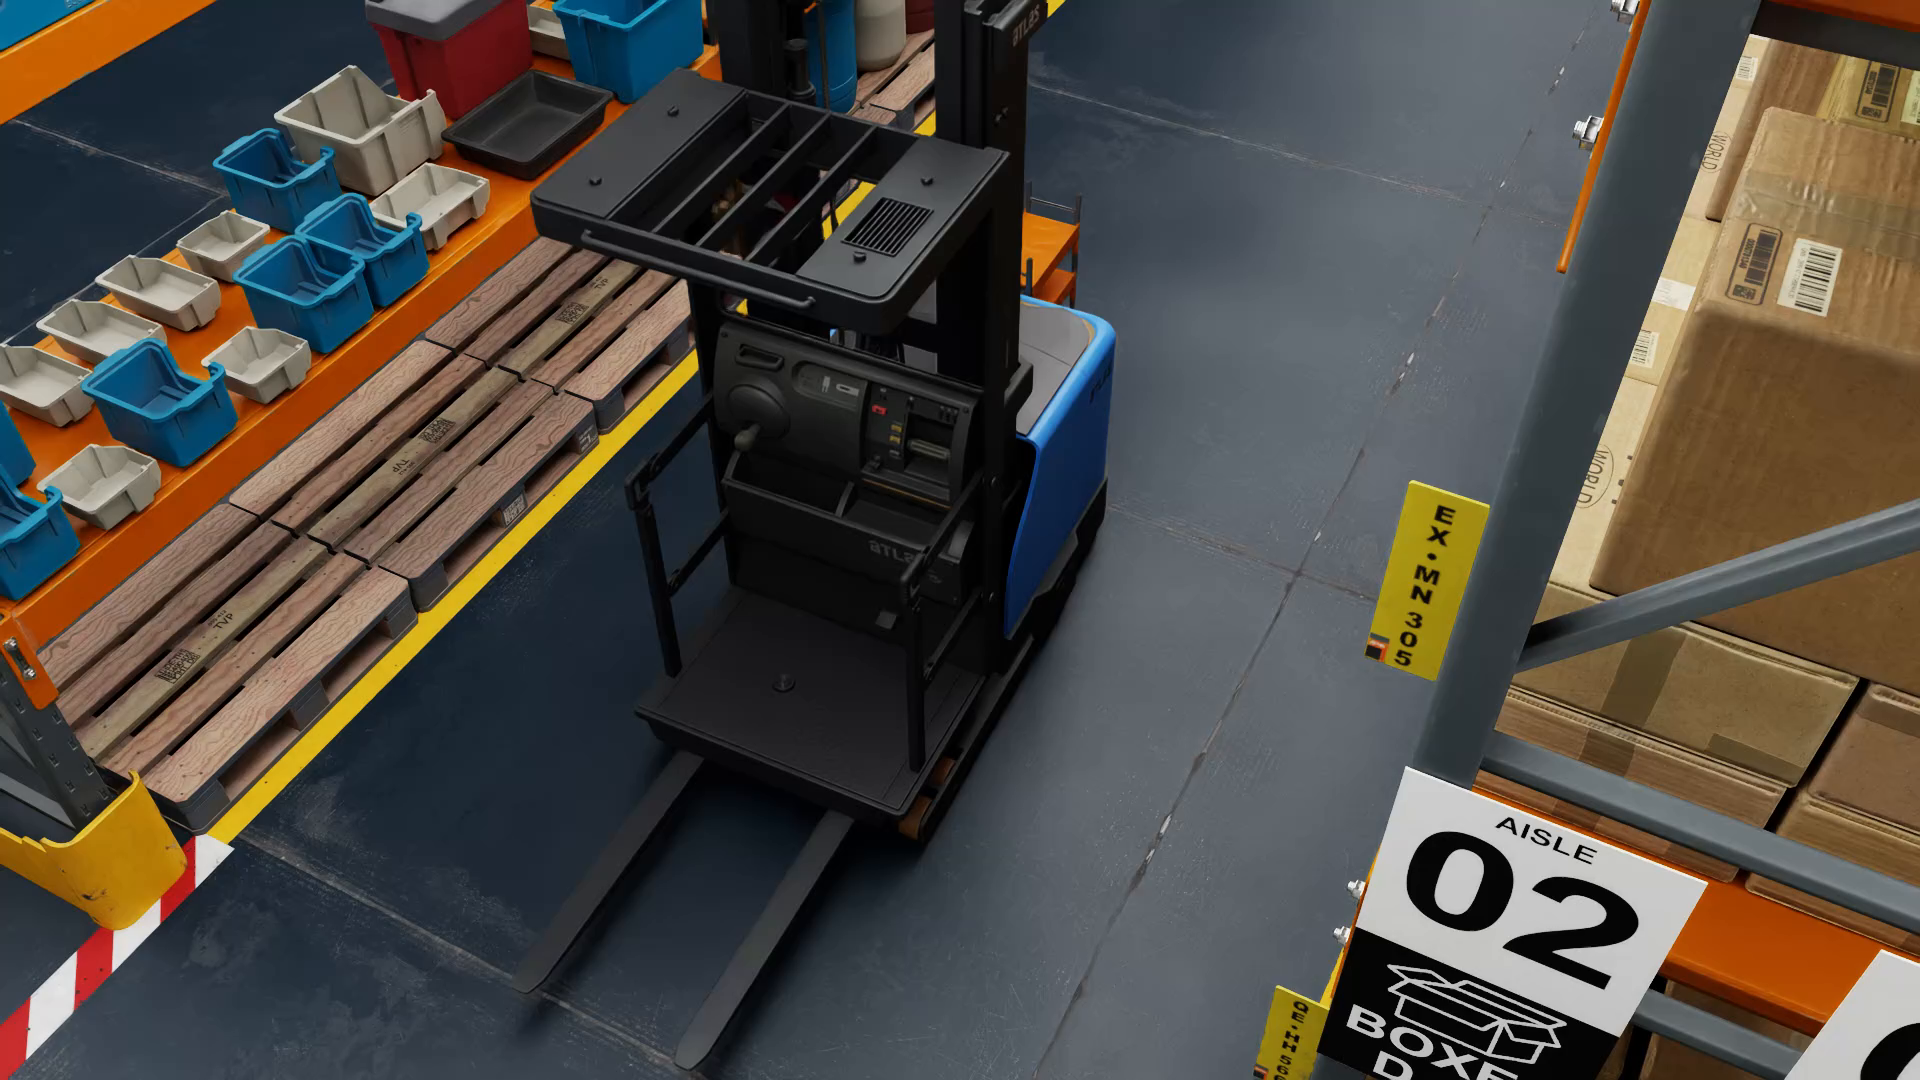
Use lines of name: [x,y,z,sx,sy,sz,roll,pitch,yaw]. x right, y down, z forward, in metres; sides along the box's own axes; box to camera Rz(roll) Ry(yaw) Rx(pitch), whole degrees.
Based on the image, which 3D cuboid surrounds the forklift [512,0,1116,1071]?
forklift: [-0.479,-0.316,5.282,1.130,2.935,3.031,19,48,18]

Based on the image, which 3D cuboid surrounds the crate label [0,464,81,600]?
crate label: [-2.903,-0.027,5.023,0.416,0.233,0.303,20,49,19]

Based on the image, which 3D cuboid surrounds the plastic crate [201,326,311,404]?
plastic crate: [-2.365,-0.595,5.653,0.250,0.136,0.298,20,49,19]

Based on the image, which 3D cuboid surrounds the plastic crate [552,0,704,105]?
plastic crate: [-1.367,-2.147,7.012,0.392,0.384,0.575,20,49,19]

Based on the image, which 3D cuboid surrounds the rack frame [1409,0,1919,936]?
rack frame: [1.077,-0.489,1.186,1.000,3.000,0.127,20,49,19]

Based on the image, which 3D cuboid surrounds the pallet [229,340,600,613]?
pallet: [-2.324,-0.310,7.188,1.003,0.211,1.213,20,49,19]

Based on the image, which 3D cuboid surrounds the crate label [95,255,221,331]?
crate label: [-2.836,-0.881,5.935,0.396,0.136,0.243,20,49,19]

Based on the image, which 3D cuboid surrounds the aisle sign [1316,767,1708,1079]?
aisle sign: [0.774,0.648,2.453,0.394,0.787,0.004,20,49,19]

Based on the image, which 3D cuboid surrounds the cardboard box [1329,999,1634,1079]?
cardboard box: [1.040,0.862,3.296,0.500,0.500,0.500,20,49,19]

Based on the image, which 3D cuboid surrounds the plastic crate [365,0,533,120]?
plastic crate: [-2.089,-2.102,6.911,0.402,0.464,0.583,20,49,19]

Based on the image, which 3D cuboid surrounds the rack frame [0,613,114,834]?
rack frame: [-3.309,-0.018,4.939,1.000,3.000,0.127,20,49,19]

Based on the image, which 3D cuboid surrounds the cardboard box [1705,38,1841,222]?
cardboard box: [1.745,-0.788,2.817,0.700,0.500,0.500,20,49,19]

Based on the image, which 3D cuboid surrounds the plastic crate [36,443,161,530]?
plastic crate: [-2.680,-0.168,5.230,0.250,0.136,0.298,20,49,19]

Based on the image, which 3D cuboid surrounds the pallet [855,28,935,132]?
pallet: [-0.492,-2.802,9.650,1.003,0.211,1.213,20,49,19]

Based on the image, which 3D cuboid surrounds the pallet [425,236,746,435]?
pallet: [-1.759,-1.082,7.951,1.003,0.211,1.213,20,49,19]

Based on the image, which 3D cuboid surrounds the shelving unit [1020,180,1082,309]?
shelving unit: [0.276,-0.854,7.031,0.258,1.200,0.503,19,48,18]

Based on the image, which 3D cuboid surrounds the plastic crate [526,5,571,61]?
plastic crate: [-1.795,-2.220,7.259,0.396,0.136,0.243,20,49,19]

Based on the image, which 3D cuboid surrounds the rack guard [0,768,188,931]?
rack guard: [-3.308,0.880,5.809,1.175,0.500,0.348,20,49,19]

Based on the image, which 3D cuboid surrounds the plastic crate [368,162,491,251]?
plastic crate: [-1.994,-1.270,6.319,0.293,0.136,0.466,20,49,19]

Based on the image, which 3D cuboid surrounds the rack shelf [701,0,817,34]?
rack shelf: [-0.524,-3.545,8.930,1.077,0.370,4.000,20,49,19]

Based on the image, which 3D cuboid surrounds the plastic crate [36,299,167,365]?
plastic crate: [-2.943,-0.698,5.754,0.396,0.136,0.243,20,49,19]

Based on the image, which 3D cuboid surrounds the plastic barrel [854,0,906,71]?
plastic barrel: [-0.514,-2.920,9.261,0.421,0.512,0.421,0,45,0]

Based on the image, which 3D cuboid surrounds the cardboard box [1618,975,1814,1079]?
cardboard box: [1.516,1.041,3.119,0.500,0.500,0.500,22,49,20]

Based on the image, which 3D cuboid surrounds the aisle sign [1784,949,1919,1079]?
aisle sign: [1.305,0.846,2.257,0.394,0.787,0.004,20,49,19]

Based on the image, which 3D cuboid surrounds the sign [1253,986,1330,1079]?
sign: [0.595,0.906,2.989,0.100,0.325,0.005,20,49,19]

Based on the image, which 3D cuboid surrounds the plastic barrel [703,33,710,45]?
plastic barrel: [-1.184,-2.285,8.359,0.600,0.901,0.708,20,49,19]

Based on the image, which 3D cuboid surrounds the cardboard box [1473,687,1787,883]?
cardboard box: [1.082,0.207,2.712,0.500,0.250,0.500,20,49,19]

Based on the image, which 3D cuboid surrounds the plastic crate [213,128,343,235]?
plastic crate: [-2.583,-1.359,6.339,0.416,0.233,0.300,20,49,19]

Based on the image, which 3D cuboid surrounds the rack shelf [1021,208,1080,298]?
rack shelf: [0.276,-1.130,6.751,0.258,0.148,0.480,19,48,18]

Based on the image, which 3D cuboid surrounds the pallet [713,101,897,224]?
pallet: [-1.057,-2.030,8.888,1.003,0.211,1.213,20,49,19]

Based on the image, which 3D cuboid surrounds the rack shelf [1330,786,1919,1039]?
rack shelf: [2.005,-0.442,3.754,1.077,0.370,4.000,20,49,19]

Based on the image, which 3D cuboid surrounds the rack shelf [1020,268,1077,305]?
rack shelf: [0.276,-0.964,6.919,0.258,0.148,0.480,19,48,18]

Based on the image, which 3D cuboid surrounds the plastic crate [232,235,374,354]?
plastic crate: [-2.291,-0.857,5.843,0.416,0.233,0.300,20,49,19]

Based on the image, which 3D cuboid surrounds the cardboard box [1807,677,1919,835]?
cardboard box: [1.546,0.205,2.364,0.500,0.250,0.500,20,49,19]

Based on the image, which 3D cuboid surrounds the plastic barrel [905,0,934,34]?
plastic barrel: [-0.331,-3.333,9.615,0.600,0.588,0.708,20,49,19]

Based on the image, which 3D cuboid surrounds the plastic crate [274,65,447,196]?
plastic crate: [-2.324,-1.616,6.559,0.437,0.282,0.530,20,49,19]

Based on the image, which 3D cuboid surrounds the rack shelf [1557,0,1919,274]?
rack shelf: [2.005,-1.495,2.689,1.077,0.370,4.000,20,49,19]

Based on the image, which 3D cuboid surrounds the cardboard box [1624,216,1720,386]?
cardboard box: [1.321,-0.281,2.843,0.500,0.250,0.500,20,49,19]

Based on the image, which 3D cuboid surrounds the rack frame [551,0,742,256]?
rack frame: [-1.452,-2.538,7.429,1.000,3.000,0.127,20,49,19]

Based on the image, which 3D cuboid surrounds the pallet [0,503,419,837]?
pallet: [-2.892,0.455,6.431,1.003,0.211,1.213,20,49,19]

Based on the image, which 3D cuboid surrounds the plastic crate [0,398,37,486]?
plastic crate: [-3.319,-0.324,5.174,0.616,0.435,0.499,20,49,19]

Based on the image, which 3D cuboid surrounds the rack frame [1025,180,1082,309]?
rack frame: [0.381,-1.011,7.185,0.240,1.200,0.015,19,48,18]

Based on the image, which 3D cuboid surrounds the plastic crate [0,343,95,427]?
plastic crate: [-3.091,-0.520,5.578,0.396,0.136,0.243,20,49,19]

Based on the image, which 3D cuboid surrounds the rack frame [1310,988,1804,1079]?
rack frame: [1.077,1.620,3.320,1.000,3.000,0.127,20,49,19]

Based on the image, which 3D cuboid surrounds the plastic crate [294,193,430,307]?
plastic crate: [-2.152,-1.046,6.030,0.416,0.233,0.300,20,49,19]

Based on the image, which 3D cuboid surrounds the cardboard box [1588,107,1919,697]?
cardboard box: [1.301,-0.150,2.187,0.700,0.500,0.500,20,49,19]

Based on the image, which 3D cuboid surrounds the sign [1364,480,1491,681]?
sign: [0.595,0.058,2.132,0.100,0.325,0.005,20,49,19]

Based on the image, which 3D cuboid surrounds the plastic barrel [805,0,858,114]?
plastic barrel: [-0.856,-2.731,8.800,0.600,0.901,0.708,20,49,19]

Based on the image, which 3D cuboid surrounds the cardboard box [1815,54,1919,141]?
cardboard box: [1.608,-0.437,2.471,0.700,0.500,0.500,20,49,19]

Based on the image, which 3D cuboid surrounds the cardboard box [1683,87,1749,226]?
cardboard box: [1.557,-0.594,3.153,0.500,0.250,0.500,20,49,19]

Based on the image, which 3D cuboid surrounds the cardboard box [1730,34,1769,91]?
cardboard box: [1.783,-0.911,3.467,0.500,0.250,0.500,20,49,19]

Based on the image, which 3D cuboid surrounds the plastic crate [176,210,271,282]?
plastic crate: [-2.715,-1.074,6.126,0.298,0.136,0.250,20,49,19]

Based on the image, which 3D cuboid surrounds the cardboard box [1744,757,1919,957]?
cardboard box: [1.540,0.378,2.543,0.500,0.250,0.500,20,49,19]

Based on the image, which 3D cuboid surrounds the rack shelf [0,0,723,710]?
rack shelf: [-2.380,-1.025,6.440,1.077,0.370,4.000,20,49,19]

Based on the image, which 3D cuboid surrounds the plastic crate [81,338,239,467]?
plastic crate: [-2.597,-0.442,5.433,0.416,0.233,0.300,20,49,19]

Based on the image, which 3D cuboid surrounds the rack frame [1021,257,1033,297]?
rack frame: [0.171,-0.698,6.876,0.240,1.200,0.015,19,48,18]

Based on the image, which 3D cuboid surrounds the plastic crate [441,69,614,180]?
plastic crate: [-1.734,-1.668,6.721,0.437,0.125,0.590,20,49,19]

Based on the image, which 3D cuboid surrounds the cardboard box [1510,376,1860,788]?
cardboard box: [1.089,0.034,2.532,0.500,0.250,0.500,20,49,19]
